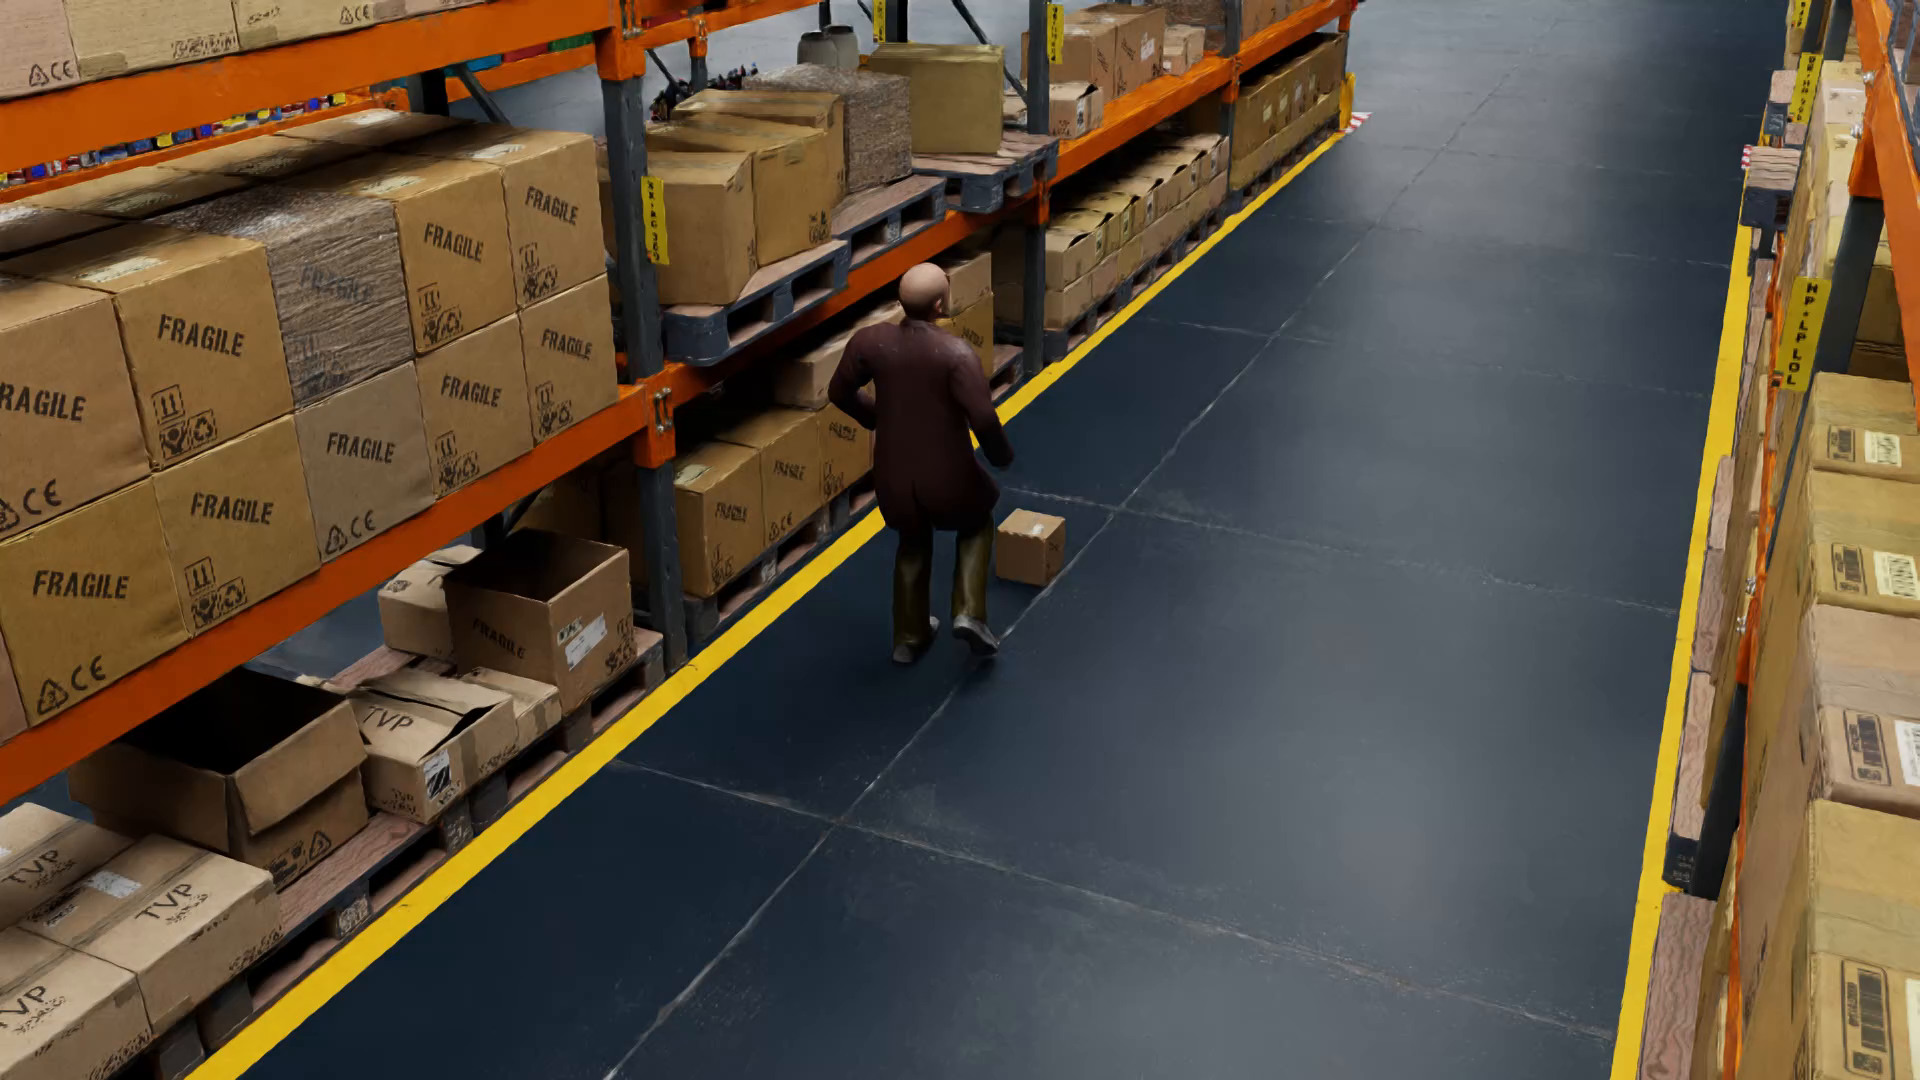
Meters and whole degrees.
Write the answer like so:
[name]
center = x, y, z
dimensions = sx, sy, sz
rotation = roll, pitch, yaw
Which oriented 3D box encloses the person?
[person]
center = -0.142, -0.303, 6.799
dimensions = 0.772, 1.744, 0.524
rotation = 8, 27, 15
